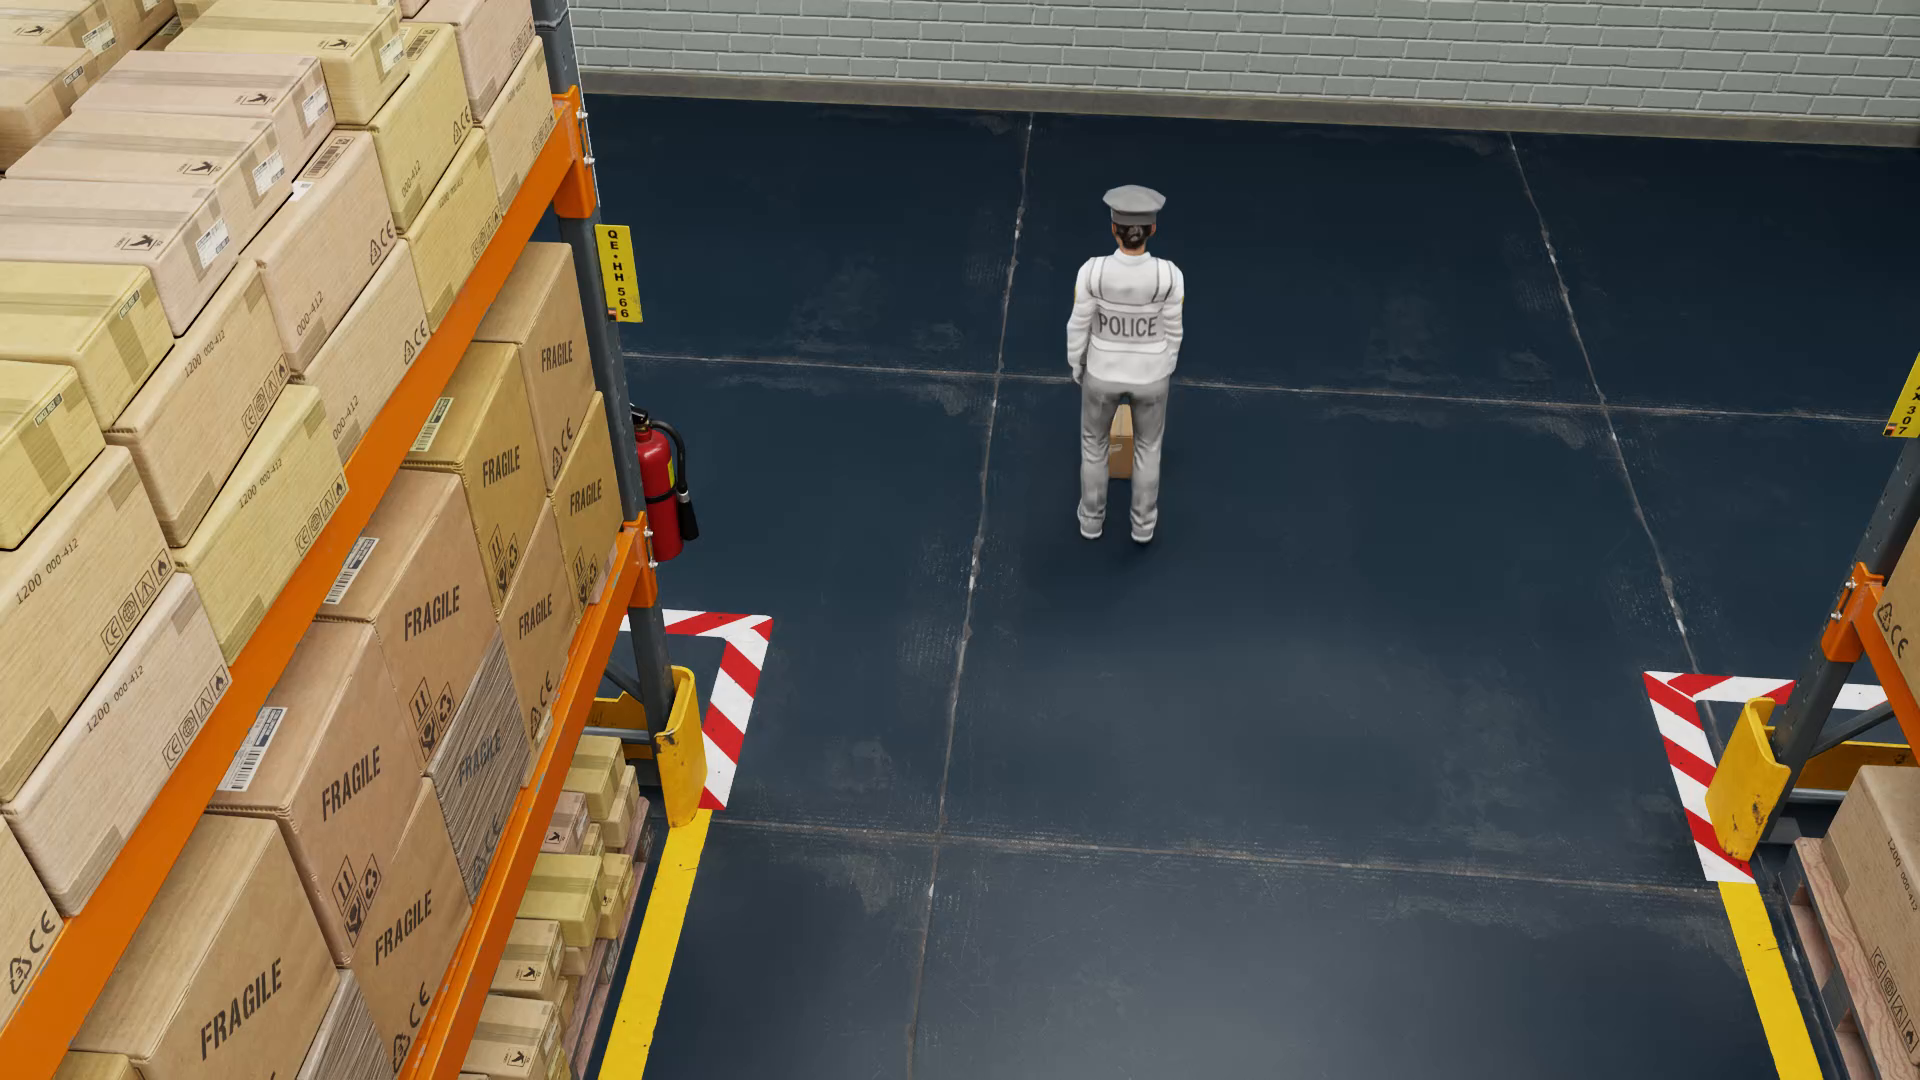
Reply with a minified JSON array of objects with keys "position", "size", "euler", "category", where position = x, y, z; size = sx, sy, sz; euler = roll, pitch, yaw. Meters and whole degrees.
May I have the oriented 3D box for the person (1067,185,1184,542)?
[{"position":[0.679,-0.698,6.990],"size":[0.475,1.661,0.327],"euler":[4,40,5],"category":"person"}]
